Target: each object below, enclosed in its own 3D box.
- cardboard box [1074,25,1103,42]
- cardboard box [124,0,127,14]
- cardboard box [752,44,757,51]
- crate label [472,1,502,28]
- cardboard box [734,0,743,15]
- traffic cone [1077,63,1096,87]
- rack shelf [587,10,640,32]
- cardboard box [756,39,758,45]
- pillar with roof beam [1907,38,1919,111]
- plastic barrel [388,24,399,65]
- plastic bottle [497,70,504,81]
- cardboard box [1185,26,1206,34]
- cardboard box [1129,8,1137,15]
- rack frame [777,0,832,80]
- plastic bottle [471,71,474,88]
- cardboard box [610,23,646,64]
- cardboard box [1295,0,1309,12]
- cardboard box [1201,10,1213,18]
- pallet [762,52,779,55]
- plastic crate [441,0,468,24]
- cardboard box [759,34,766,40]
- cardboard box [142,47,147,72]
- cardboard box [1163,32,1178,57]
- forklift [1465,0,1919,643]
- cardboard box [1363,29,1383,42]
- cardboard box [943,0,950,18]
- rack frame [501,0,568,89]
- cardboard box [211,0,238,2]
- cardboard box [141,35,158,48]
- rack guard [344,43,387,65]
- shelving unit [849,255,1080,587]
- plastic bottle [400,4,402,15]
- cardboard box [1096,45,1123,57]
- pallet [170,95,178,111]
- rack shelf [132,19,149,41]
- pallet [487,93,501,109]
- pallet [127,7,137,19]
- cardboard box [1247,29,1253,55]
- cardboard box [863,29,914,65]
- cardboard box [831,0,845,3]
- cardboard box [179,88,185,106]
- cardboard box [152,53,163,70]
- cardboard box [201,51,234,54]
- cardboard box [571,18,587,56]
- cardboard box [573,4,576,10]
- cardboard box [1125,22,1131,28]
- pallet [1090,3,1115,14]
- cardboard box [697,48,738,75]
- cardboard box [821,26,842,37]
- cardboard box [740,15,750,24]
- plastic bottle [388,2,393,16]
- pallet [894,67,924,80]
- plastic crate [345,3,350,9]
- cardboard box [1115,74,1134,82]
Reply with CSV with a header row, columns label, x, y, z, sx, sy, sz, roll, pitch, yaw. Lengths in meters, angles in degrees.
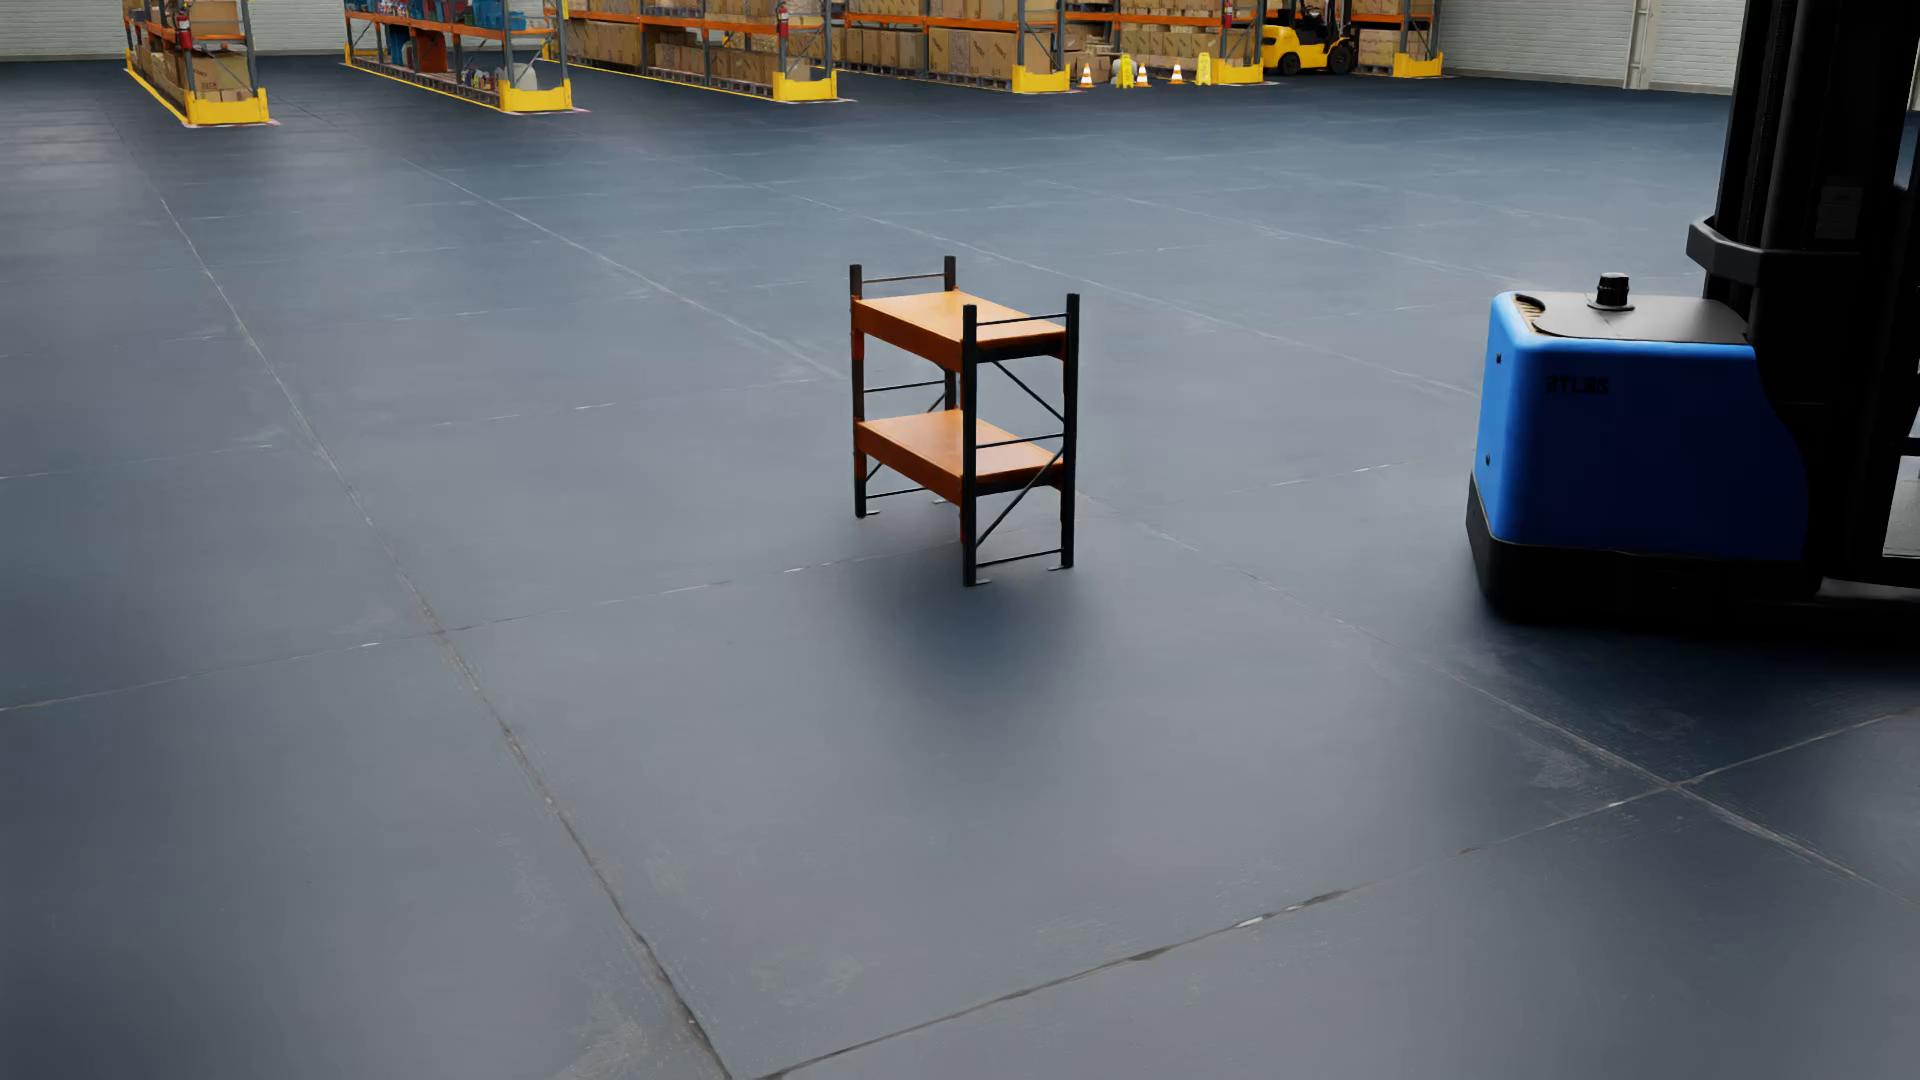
label,x,y,z,sx,sy,sz,roll,pitch,yaw
cardboard box,3.734,-14.729,48.407,0.700,0.500,0.500,-11,22,-29
cardboard box,-18.681,-12.201,37.738,0.500,0.500,0.500,-10,21,-27
cardboard box,-5.299,-13.095,44.210,0.380,0.149,0.250,-10,21,-27
crate label,-8.299,-9.290,29.401,0.502,0.435,0.616,-10,21,-27
cardboard box,-3.834,-10.325,31.845,0.875,0.500,0.500,-10,21,-27
traffic cone,2.583,-9.467,33.856,0.336,0.463,0.334,-10,21,-27
rack shelf,-7.576,-12.085,38.657,1.077,0.370,4.000,-10,21,-27
cardboard box,-5.194,-13.241,44.177,0.380,0.149,0.250,-9,21,-24
pillar with roof beam,12.632,-10.923,24.990,9.100,9.000,0.400,-10,21,-27
plastic barrel,-12.642,-11.280,37.794,0.600,0.901,0.708,-10,21,-27
plastic bottle,-8.554,-8.630,31.044,0.152,0.276,0.135,-10,21,-27
cardboard box,5.050,-10.934,35.646,0.380,0.149,0.250,-9,21,-25
cardboard box,4.027,-11.914,37.445,0.380,0.149,0.250,-9,21,-25
rack frame,-2.828,-9.554,30.221,1.000,3.000,0.127,-10,21,-27
plastic bottle,-8.937,-8.455,30.526,0.061,0.283,0.133,-9,21,-24
cardboard box,-7.353,-11.503,38.483,1.225,0.875,0.875,-10,21,-26
cardboard box,8.342,-12.887,39.726,0.500,0.500,0.500,-11,22,-28
cardboard box,5.310,-11.100,35.086,0.380,0.149,0.250,-10,22,-27
pallet,-4.463,-12.607,43.344,1.003,0.211,1.213,-10,21,-27
plastic crate,-9.585,-10.057,31.580,0.402,0.464,0.583,-10,21,-27
cardboard box,-5.056,-13.220,43.658,0.380,0.149,0.250,-11,22,-29
cardboard box,-16.968,-10.164,35.146,0.500,0.500,0.500,-10,21,-26
cardboard box,4.799,-10.827,36.332,0.500,0.500,0.500,-11,22,-28
forklift,3.557,-1.148,5.966,3.031,2.935,1.130,4,19,11
cardboard box,9.519,-11.460,37.783,0.500,0.250,0.500,-10,21,-26
cardboard box,0.153,-11.254,34.917,0.875,0.550,0.550,-10,21,-27
rack frame,-7.187,-8.787,27.997,1.000,3.000,0.127,-10,21,-27
cardboard box,-11.545,-8.521,26.078,0.380,0.149,0.250,-10,21,-27
cardboard box,-16.756,-10.383,34.630,0.500,0.250,0.500,-10,21,-27
rack guard,-14.807,-12.203,41.730,1.175,0.500,0.348,-10,21,-27
shelving unit,-0.003,-0.534,6.954,0.538,1.125,1.048,-10,21,-27
plastic bottle,-11.886,-11.287,35.439,0.097,0.271,0.097,0,19,0
cardboard box,3.743,-11.344,38.792,0.950,0.372,0.625,-10,21,-26
pallet,-13.106,-7.616,28.879,1.003,0.211,1.213,-10,21,-27
rack shelf,-16.296,-10.551,34.214,1.077,0.370,4.000,-10,21,-27
pallet,-7.645,-7.717,29.173,1.003,0.211,1.213,-10,21,-27
pallet,-16.963,-11.128,35.078,1.003,0.211,1.213,-10,21,-27
cardboard box,7.741,-12.455,41.625,0.875,0.625,0.625,-10,22,-27
cardboard box,-1.585,-11.286,38.044,1.050,0.750,0.750,-10,21,-26
cardboard box,-2.852,-12.740,39.195,0.380,0.149,0.250,-10,21,-26
cardboard box,-12.310,-7.169,26.881,0.500,0.250,0.500,-10,21,-27
cardboard box,-15.099,-9.136,31.720,0.500,0.311,0.500,-11,22,-28
cardboard box,-12.567,-8.035,28.239,0.500,0.500,0.500,-10,21,-27
cardboard box,-9.196,-12.653,41.816,0.875,0.875,0.875,-10,21,-27
cardboard box,-9.325,-13.138,40.993,0.380,0.149,0.250,-10,21,-26
cardboard box,4.830,-14.344,46.295,0.380,0.149,0.250,-11,22,-29
pallet,3.759,-12.389,38.729,1.003,0.211,1.213,-10,21,-27
cardboard box,-5.000,-9.908,34.405,0.700,0.500,0.500,-12,22,-31
cardboard box,-3.018,-12.260,40.102,0.500,0.250,0.500,-10,21,-26
cardboard box,-3.949,-9.900,31.607,0.380,0.149,0.250,-10,21,-27
plastic bottle,-12.451,-11.649,36.481,0.152,0.276,0.135,-10,21,-27
pallet,-0.747,-10.333,36.754,1.003,0.211,1.213,-10,21,-27
plastic crate,-14.877,-13.057,40.684,0.250,0.136,0.298,-10,21,-27
cardboard box,3.494,-9.805,35.317,0.380,0.149,0.250,1,19,2
